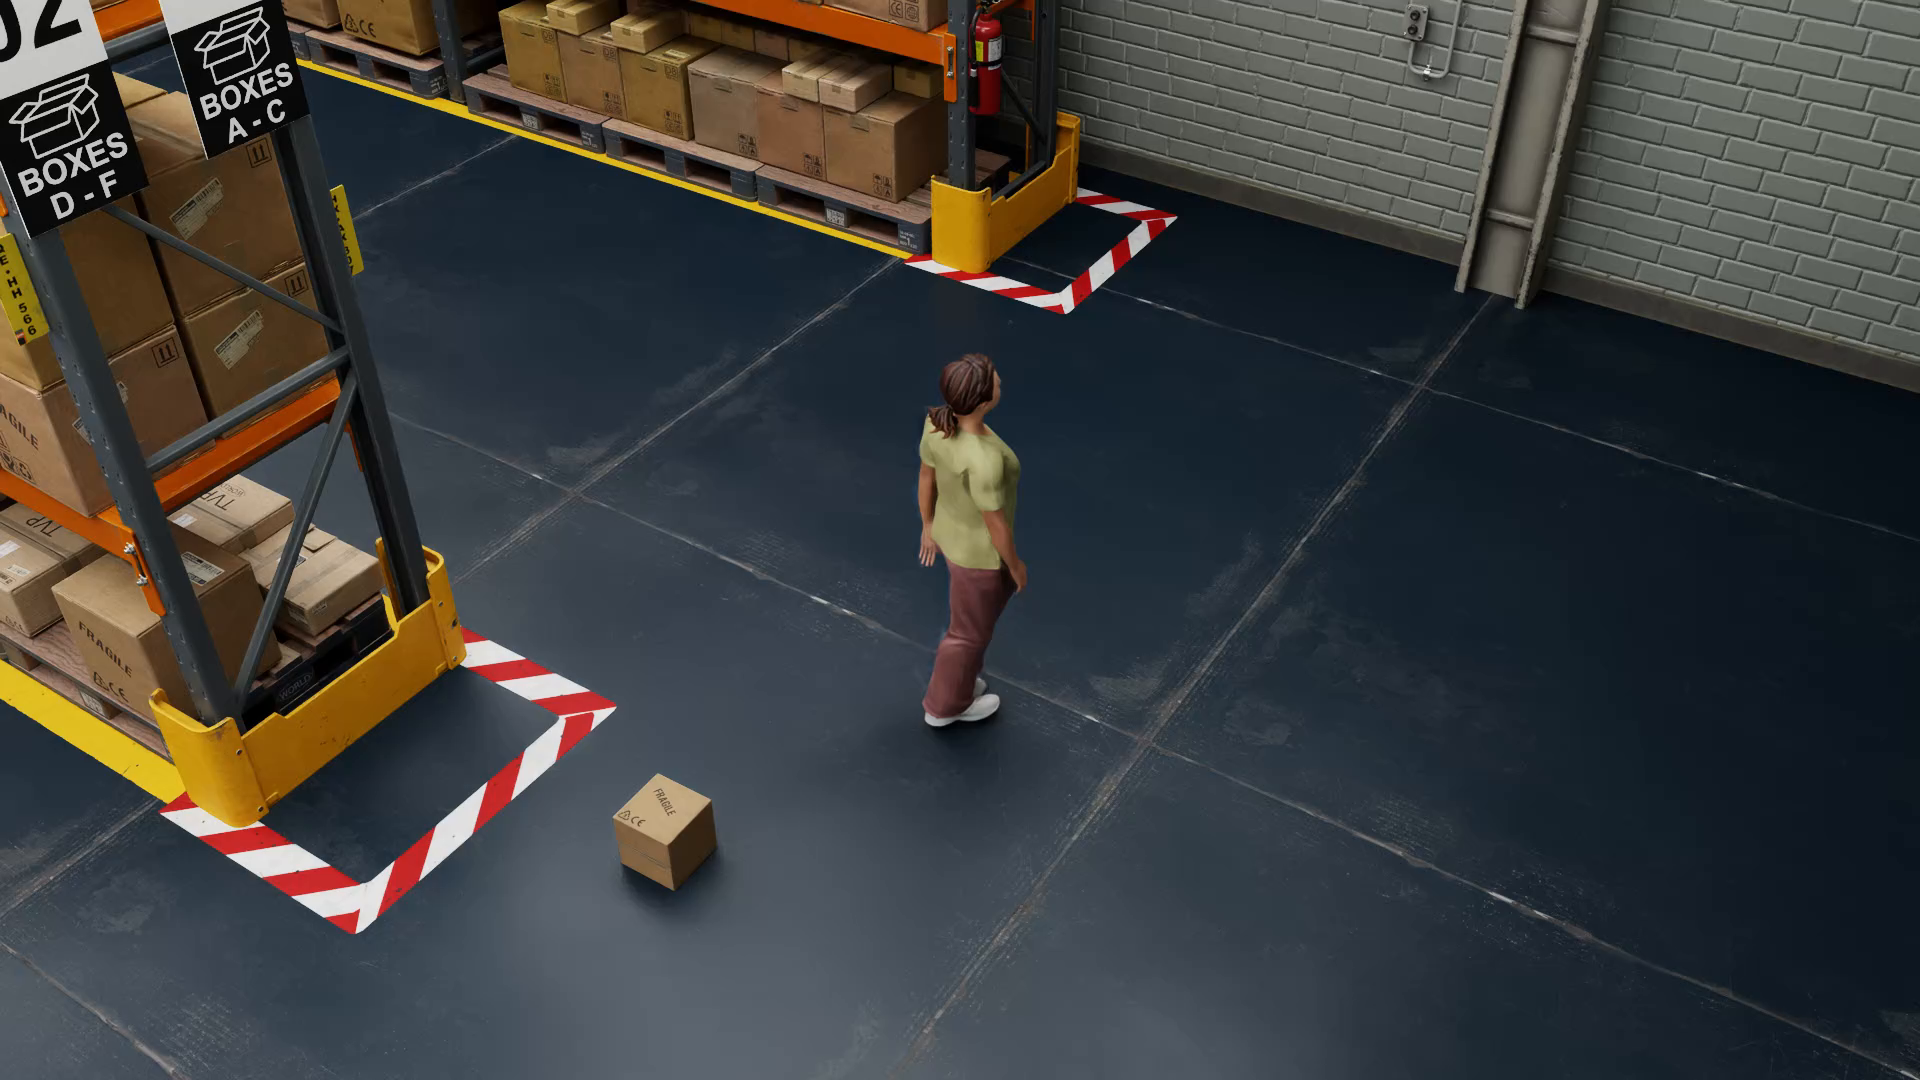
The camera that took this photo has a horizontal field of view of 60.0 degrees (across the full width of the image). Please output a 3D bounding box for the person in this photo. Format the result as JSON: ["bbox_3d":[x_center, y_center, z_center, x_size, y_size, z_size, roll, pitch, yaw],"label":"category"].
[{"bbox_3d":[0.077,0.035,6.101,0.469,1.692,0.442,-17,41,-20],"label":"person"}]
